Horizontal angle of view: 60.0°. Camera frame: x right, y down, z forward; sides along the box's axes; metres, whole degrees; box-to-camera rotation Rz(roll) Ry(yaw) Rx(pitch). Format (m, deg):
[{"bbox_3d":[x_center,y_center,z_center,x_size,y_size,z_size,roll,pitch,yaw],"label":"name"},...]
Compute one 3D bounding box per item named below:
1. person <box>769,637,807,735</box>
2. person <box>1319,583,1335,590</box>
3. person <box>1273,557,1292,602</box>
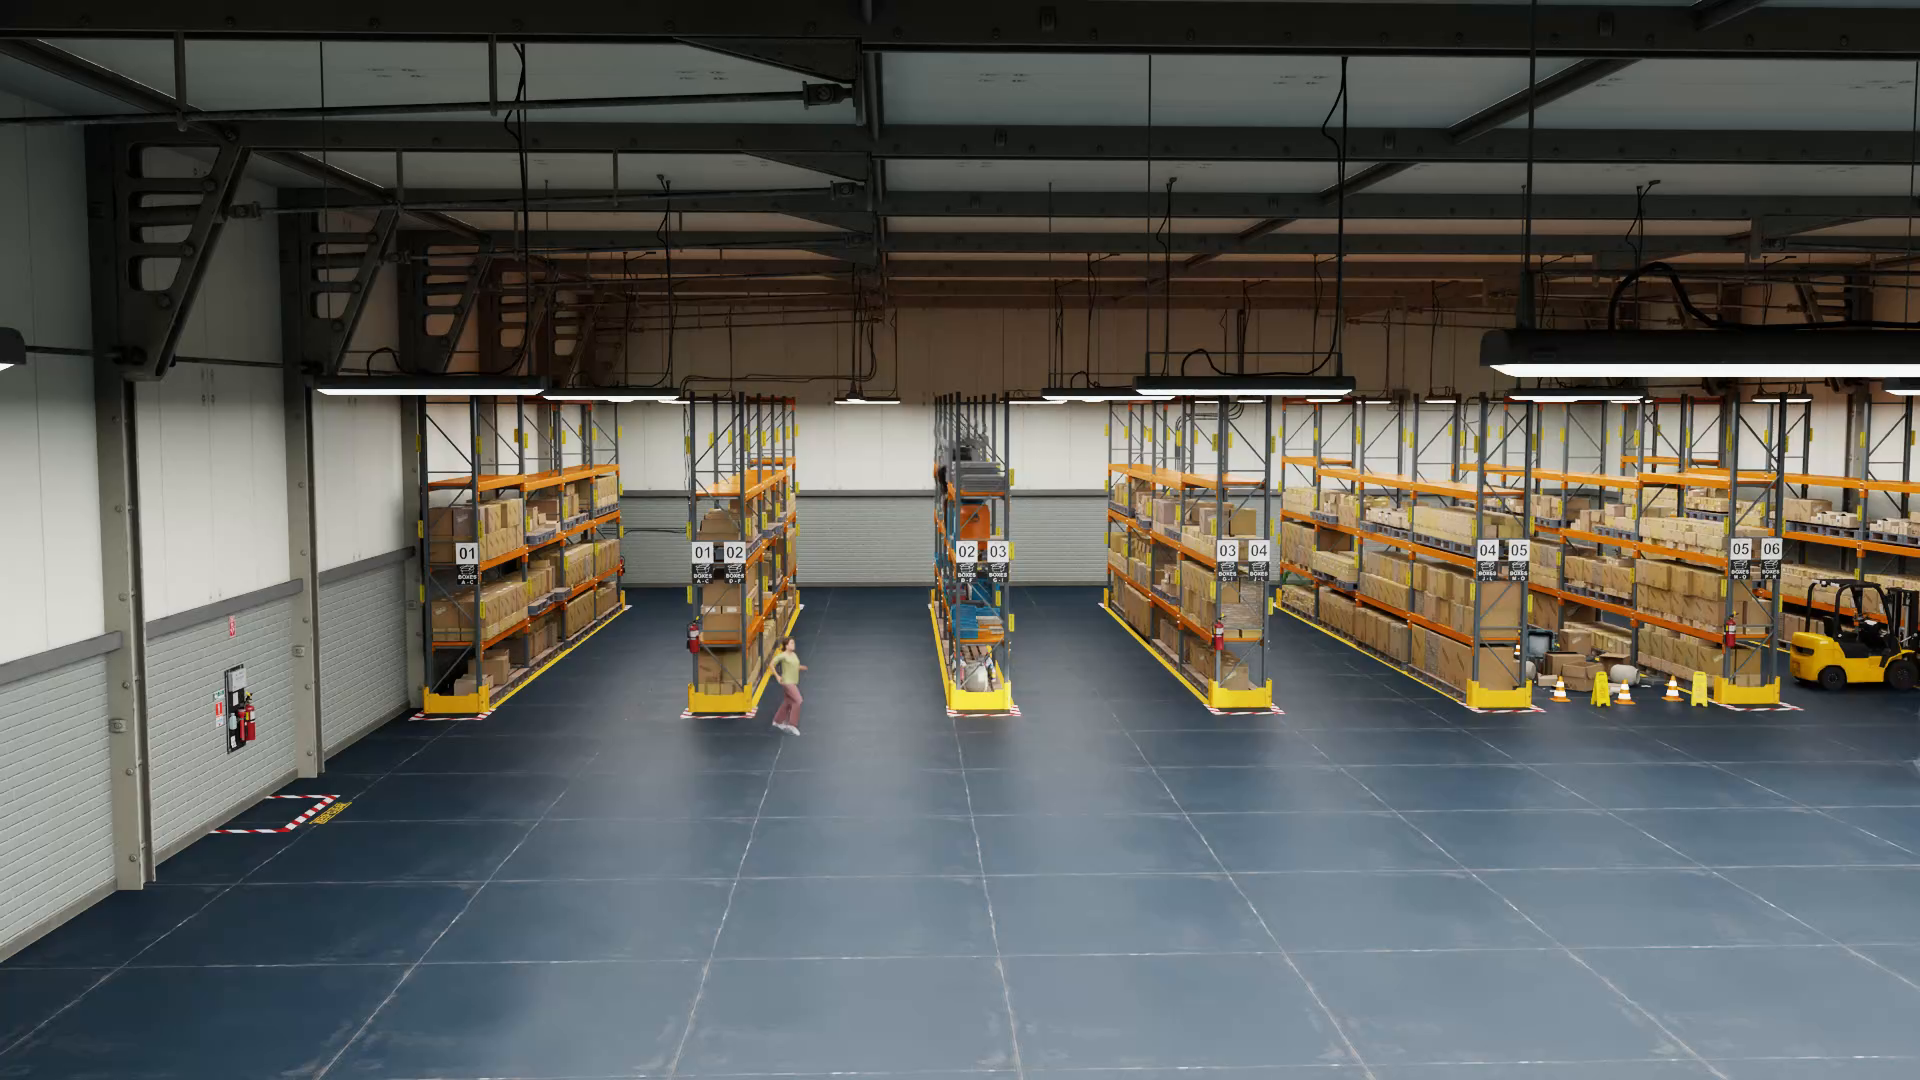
[{"bbox_3d":[-3.000,2.555,29.151,0.723,1.721,0.547,2,5,22],"label":"person"},{"bbox_3d":[10.759,0.945,48.990,0.717,1.689,0.561,-3,5,-31],"label":"person"},{"bbox_3d":[9.623,0.945,48.917,0.821,1.780,0.720,-1,5,-16],"label":"person"}]
